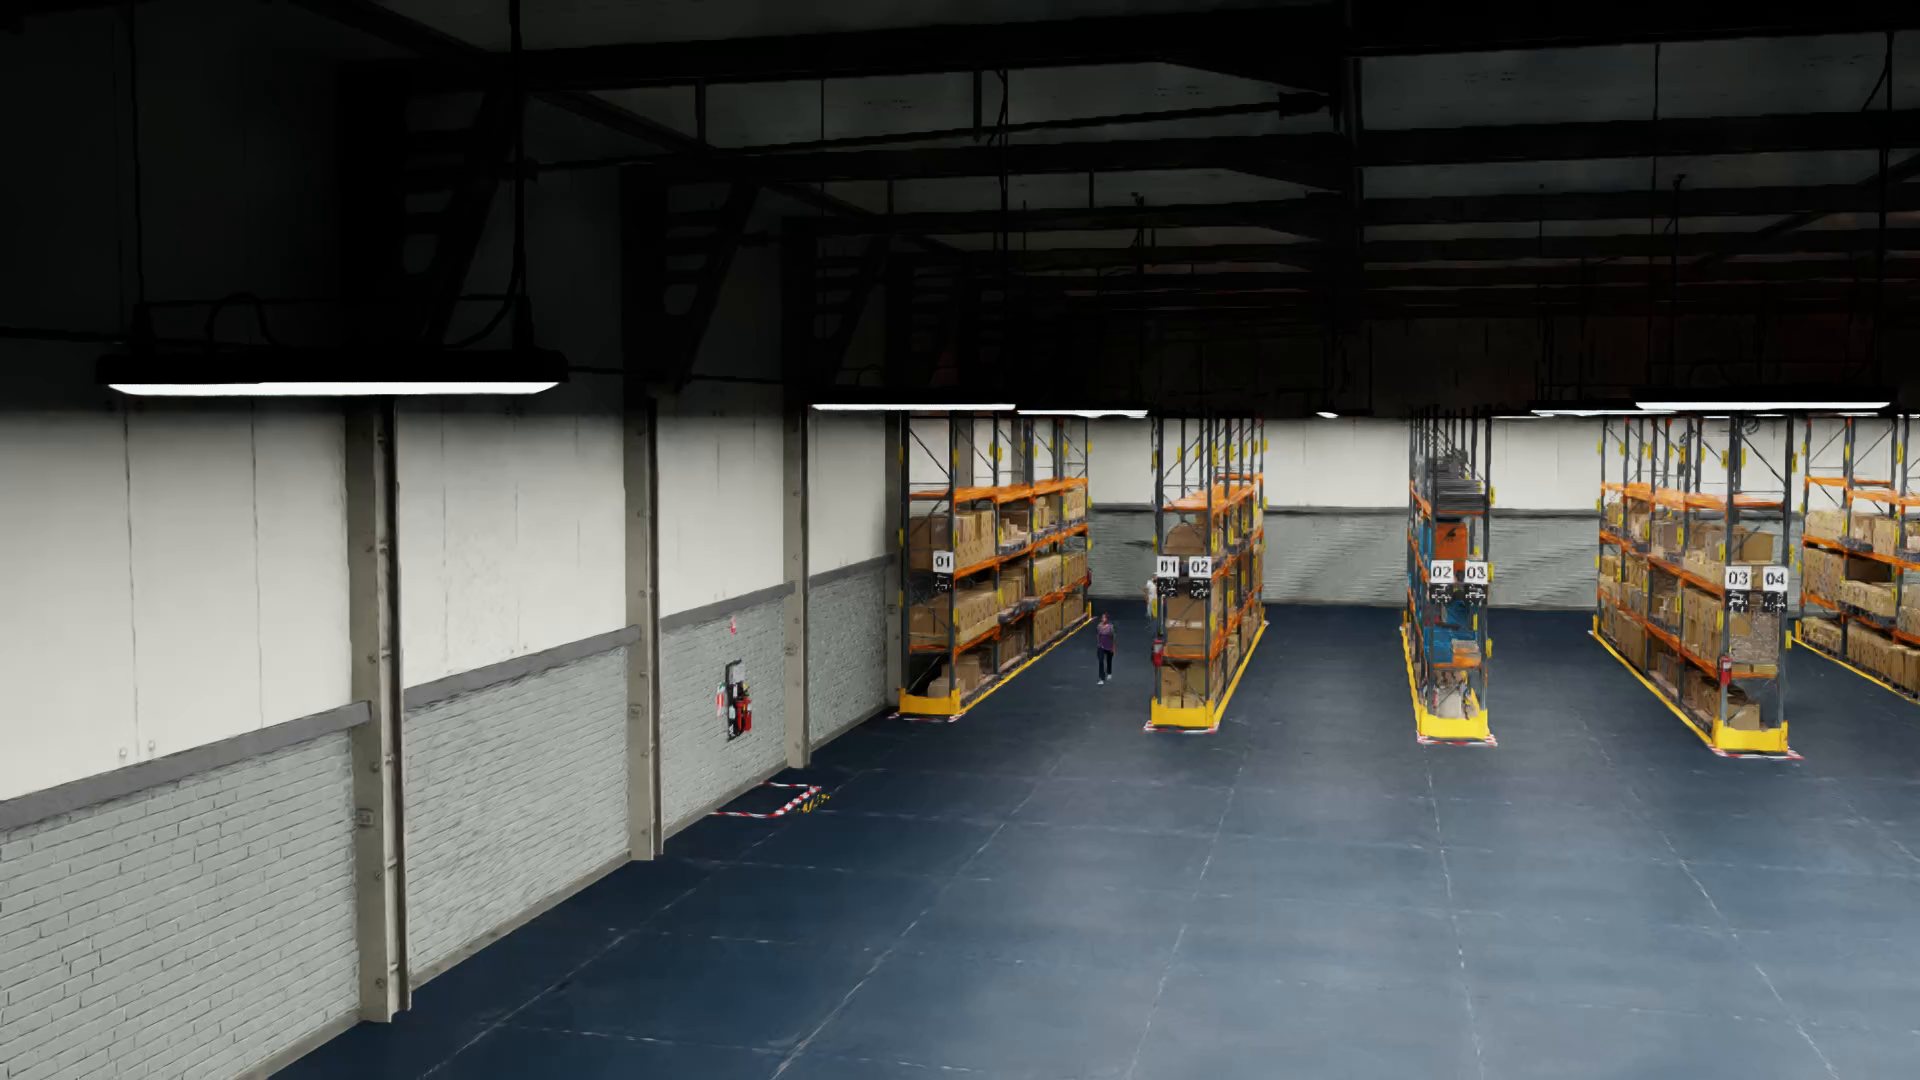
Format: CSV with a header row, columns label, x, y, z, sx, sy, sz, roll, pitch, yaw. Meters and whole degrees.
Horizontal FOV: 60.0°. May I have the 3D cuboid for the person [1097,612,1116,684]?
label,x,y,z,sx,sy,sz,roll,pitch,yaw
person,3.200,2.356,36.309,0.430,1.508,0.949,1,4,12

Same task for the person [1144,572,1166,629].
label,x,y,z,sx,sy,sz,roll,pitch,yaw
person,5.354,1.659,45.580,0.625,1.611,0.582,1,4,11
